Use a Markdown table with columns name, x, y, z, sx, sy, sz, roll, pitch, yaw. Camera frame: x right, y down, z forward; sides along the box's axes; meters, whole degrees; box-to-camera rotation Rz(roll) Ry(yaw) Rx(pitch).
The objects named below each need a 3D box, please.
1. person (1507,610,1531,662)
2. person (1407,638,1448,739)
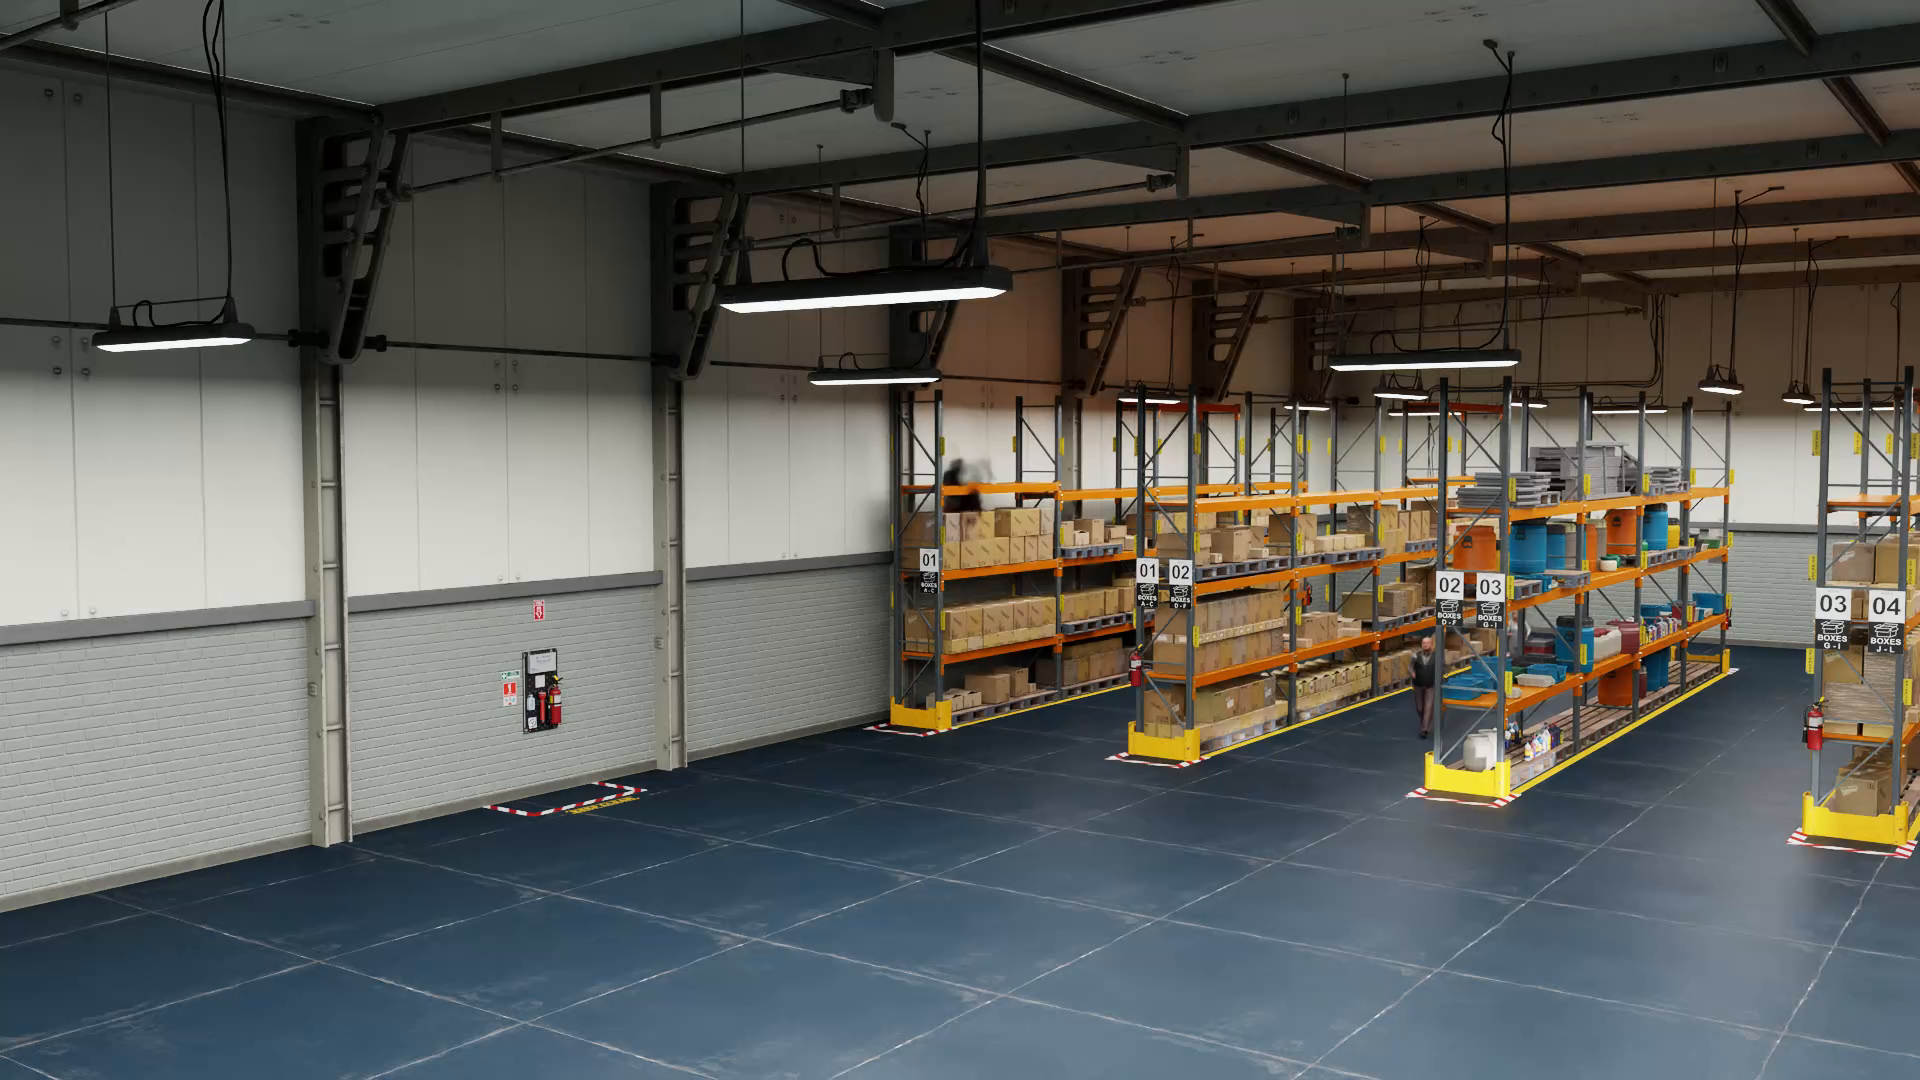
| name | x | y | z | sx | sy | sz | roll | pitch | yaw |
| --- | --- | --- | --- | --- | --- | --- | --- | --- | --- |
| person | 11.611 | 2.250 | 34.702 | 0.522 | 1.641 | 0.751 | 2 | 4 | 26 |
| person | 8.030 | 2.532 | 28.625 | 0.663 | 1.697 | 0.926 | 1 | 3 | 23 |
